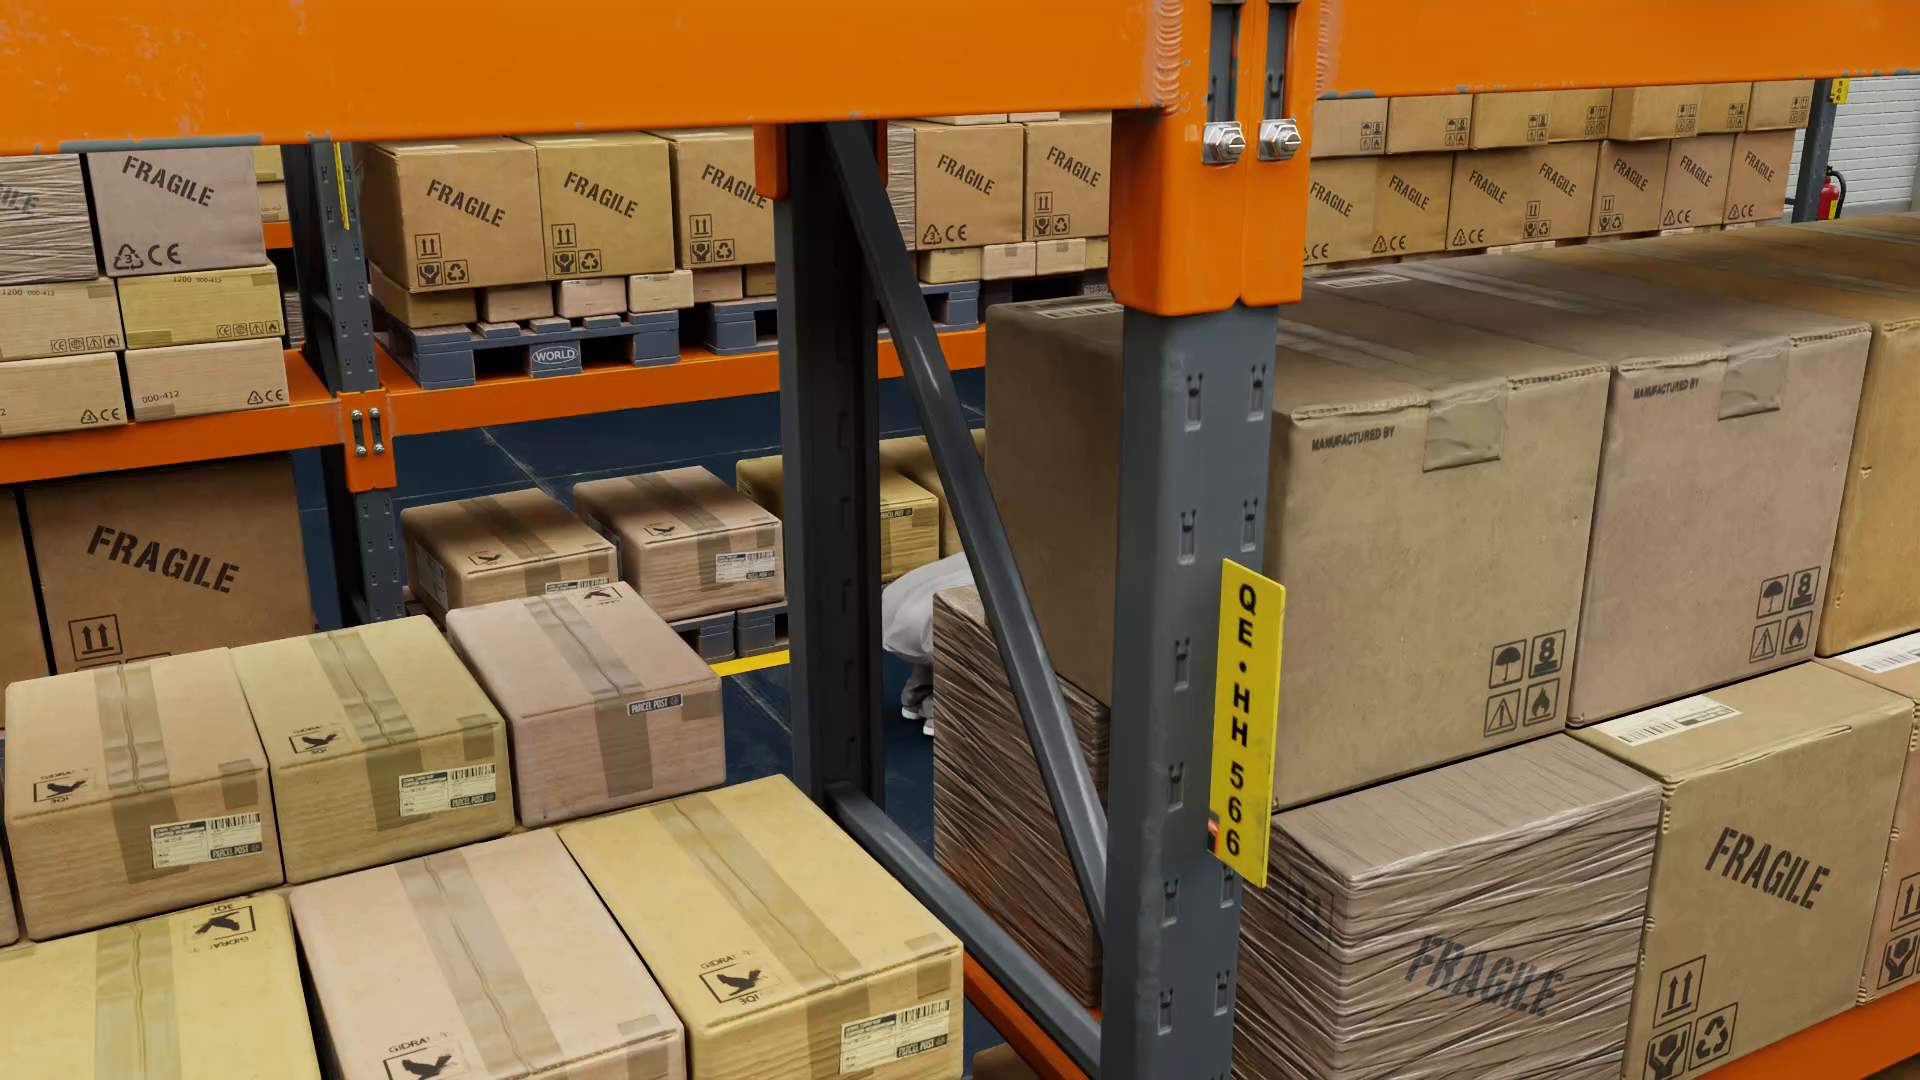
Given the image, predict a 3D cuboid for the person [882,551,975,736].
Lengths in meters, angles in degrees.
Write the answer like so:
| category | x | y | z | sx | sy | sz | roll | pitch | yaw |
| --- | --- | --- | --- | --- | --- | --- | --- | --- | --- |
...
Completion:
| category | x | y | z | sx | sy | sz | roll | pitch | yaw |
| --- | --- | --- | --- | --- | --- | --- | --- | --- | --- |
| person | 0.037 | 0.385 | 6.413 | 0.856 | 0.707 | 0.413 | -10 | 21 | -28 |
